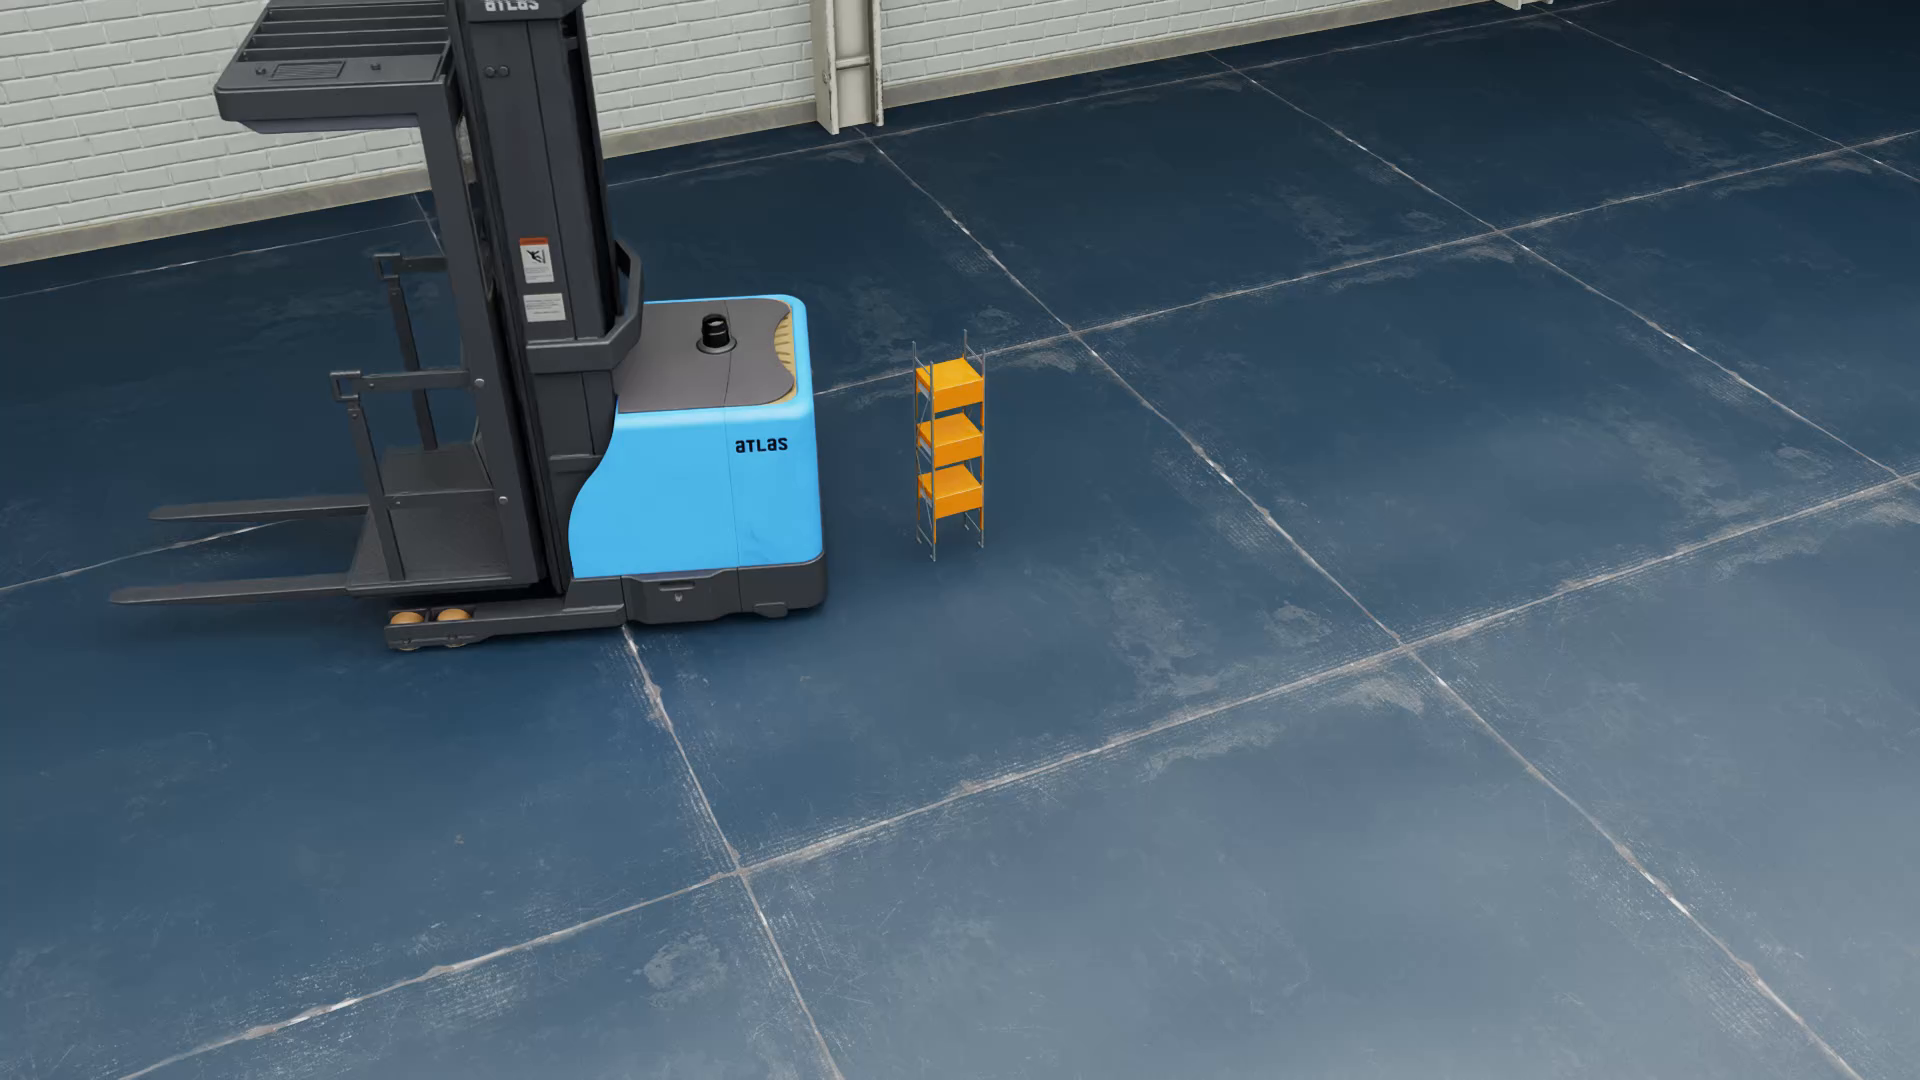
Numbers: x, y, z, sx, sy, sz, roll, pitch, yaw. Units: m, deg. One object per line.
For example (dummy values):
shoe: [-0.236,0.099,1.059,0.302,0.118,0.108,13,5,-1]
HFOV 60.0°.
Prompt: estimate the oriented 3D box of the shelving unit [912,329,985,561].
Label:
shelving unit: [-0.048,-0.408,7.419,0.252,1.050,0.215,-16,39,-20]

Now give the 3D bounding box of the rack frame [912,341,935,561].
rack frame: [-0.159,-0.377,7.377,0.008,1.050,0.200,-16,39,-20]

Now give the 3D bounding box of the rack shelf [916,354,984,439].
rack shelf: [-0.048,-0.628,7.256,0.240,0.259,0.215,-16,39,-20]

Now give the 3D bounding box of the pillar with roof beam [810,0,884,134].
pillar with roof beam: [1.053,-4.241,5.914,0.400,9.000,9.100,-16,39,-20]

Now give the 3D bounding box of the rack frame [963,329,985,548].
rack frame: [0.062,-0.439,7.461,0.008,1.050,0.200,-16,39,-20]

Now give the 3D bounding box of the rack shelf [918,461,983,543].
rack shelf: [-0.048,-0.176,7.591,0.240,0.259,0.215,-16,39,-20]

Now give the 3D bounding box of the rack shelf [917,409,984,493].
rack shelf: [-0.048,-0.400,7.425,0.240,0.259,0.215,-16,39,-20]

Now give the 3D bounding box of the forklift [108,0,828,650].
forklift: [-2.134,-1.038,6.689,3.031,2.935,1.130,-4,37,-5]
